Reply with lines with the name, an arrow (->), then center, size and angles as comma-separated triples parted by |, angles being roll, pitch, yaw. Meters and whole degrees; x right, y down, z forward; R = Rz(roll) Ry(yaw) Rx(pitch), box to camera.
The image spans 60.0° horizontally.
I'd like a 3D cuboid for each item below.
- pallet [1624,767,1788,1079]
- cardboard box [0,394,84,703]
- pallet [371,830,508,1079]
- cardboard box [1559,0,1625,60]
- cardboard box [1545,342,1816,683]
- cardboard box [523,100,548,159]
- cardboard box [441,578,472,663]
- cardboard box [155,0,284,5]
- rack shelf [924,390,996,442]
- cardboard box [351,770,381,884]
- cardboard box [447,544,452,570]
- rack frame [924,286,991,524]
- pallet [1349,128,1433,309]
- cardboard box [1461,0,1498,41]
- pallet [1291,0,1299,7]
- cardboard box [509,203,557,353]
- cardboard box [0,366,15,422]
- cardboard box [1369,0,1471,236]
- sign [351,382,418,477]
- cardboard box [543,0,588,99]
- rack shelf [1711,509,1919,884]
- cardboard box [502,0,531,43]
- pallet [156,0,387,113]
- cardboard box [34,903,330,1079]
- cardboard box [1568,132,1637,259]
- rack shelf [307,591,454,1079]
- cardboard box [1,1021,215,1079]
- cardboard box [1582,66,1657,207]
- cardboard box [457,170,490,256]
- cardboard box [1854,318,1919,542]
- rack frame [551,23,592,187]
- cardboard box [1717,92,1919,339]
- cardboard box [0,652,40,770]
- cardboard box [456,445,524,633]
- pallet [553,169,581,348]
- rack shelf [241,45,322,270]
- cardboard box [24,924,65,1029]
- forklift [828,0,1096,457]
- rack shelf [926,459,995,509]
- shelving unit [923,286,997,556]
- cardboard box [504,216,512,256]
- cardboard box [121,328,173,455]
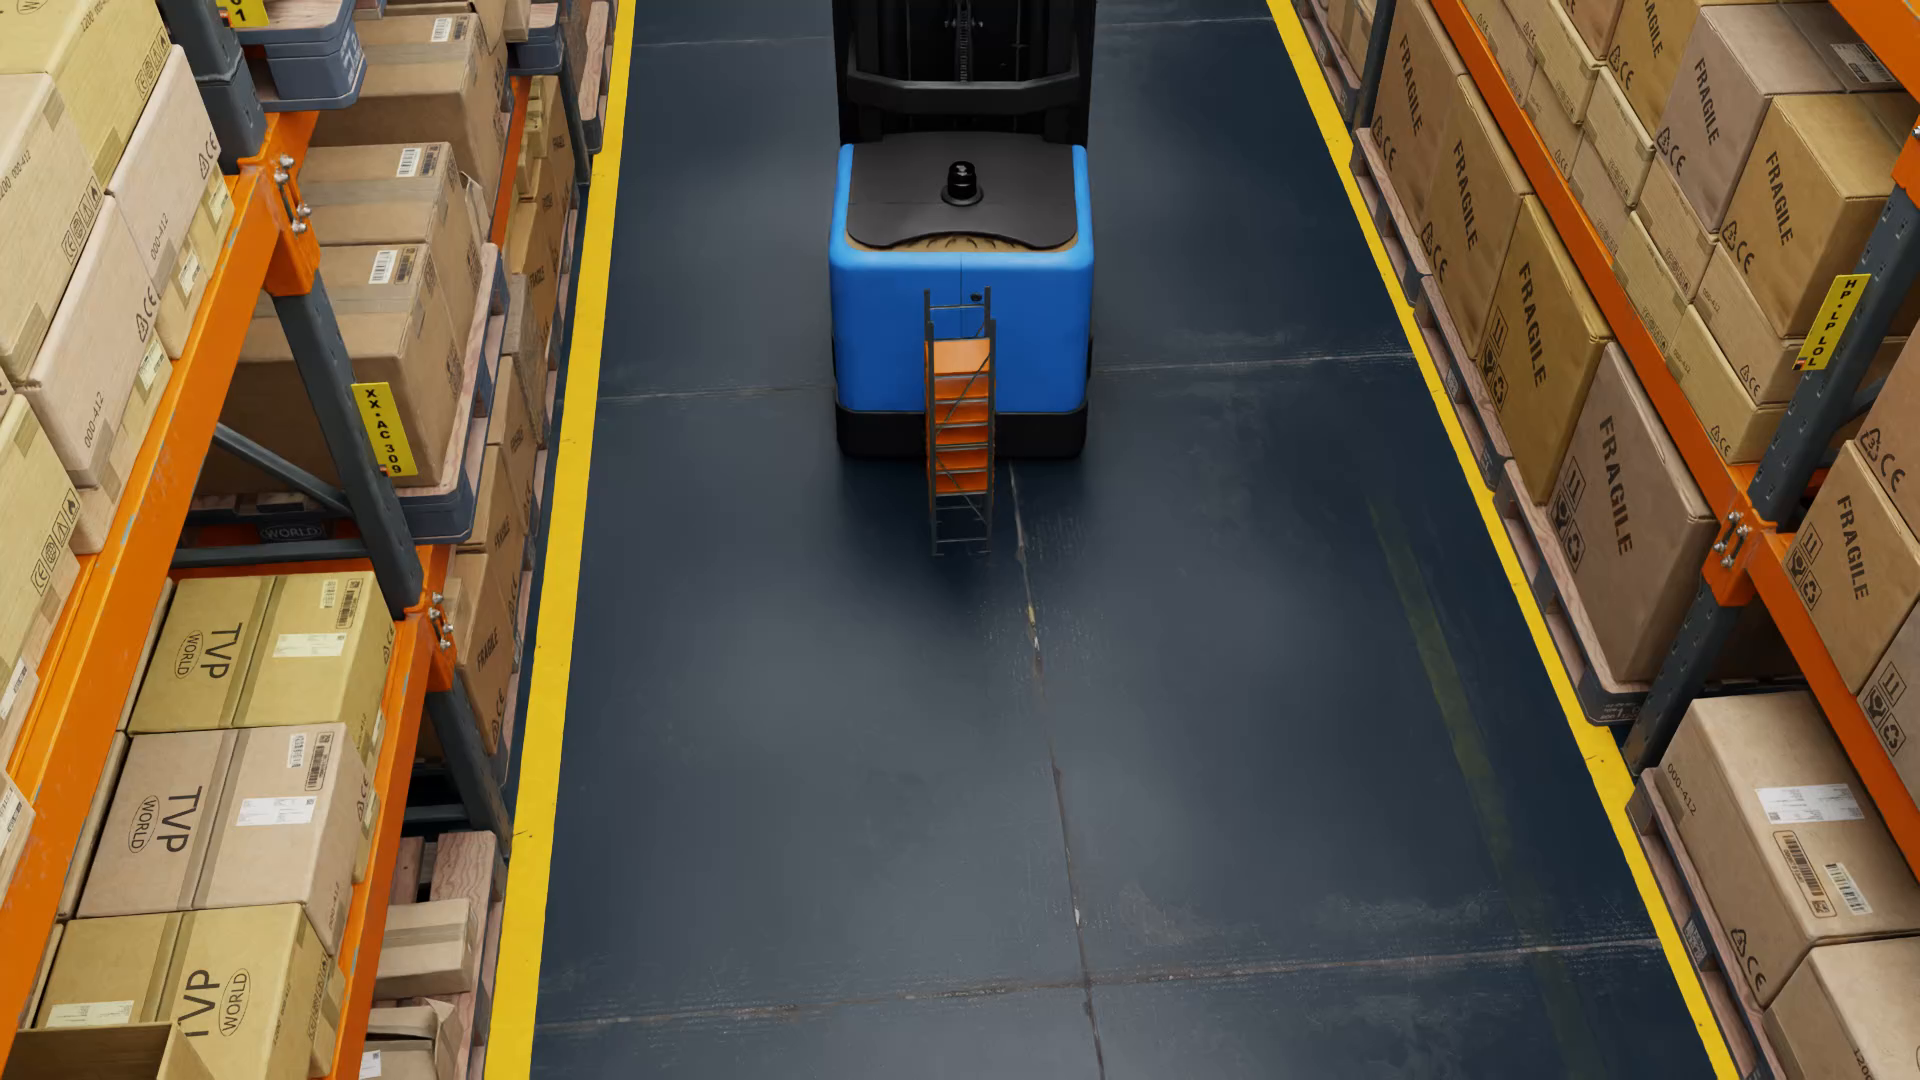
pallet -> 2.882, 1.260, 5.412 | 1.003, 0.211, 1.213 | -3, 47, -3
cardboard box -> -1.674, 0.049, 2.470 | 0.500, 0.250, 0.500 | -3, 47, -2
pallet -> -1.993, 1.506, 5.178 | 1.003, 0.211, 1.213 | -3, 47, -3
cardboard box -> 2.477, -2.056, 5.874 | 0.500, 0.500, 0.500 | -3, 47, -3
cardboard box -> 2.765, -0.112, 5.964 | 0.875, 0.875, 0.875 | -2, 47, -2
cardboard box -> -2.037, -1.814, 7.388 | 0.380, 0.149, 0.250 | -6, 47, -5
cardboard box -> -1.815, 0.267, 5.417 | 0.380, 0.149, 0.250 | -1, 47, -1
cardboard box -> -1.679, -1.314, 3.677 | 0.380, 0.149, 0.250 | -3, 47, -3
rack shelf -> -0.001, -0.475, 6.269 | 0.258, 0.103, 0.180 | -3, 47, -3
cardboard box -> -1.682, 0.726, 4.170 | 0.380, 0.149, 0.250 | -2, 47, -2
cardboard box -> -1.884, -0.021, 5.485 | 0.380, 0.149, 0.250 | -6, 47, -5
rack frame -> -0.009, -0.489, 6.387 | 0.240, 1.200, 0.006 | -3, 47, -3
pallet -> 2.552, -1.614, 8.134 | 1.003, 0.211, 1.213 | -3, 47, -3
cardboard box -> 2.412, -2.357, 7.020 | 0.500, 0.250, 0.500 | -5, 47, -4
pallet -> 2.398, -3.635, 10.048 | 1.003, 0.211, 1.213 | -3, 47, -3
cardboard box -> -2.057, -1.095, 7.153 | 0.500, 0.500, 0.500 | -2, 47, -2
cardboard box -> -1.682, -0.120, 2.285 | 0.500, 0.250, 0.500 | -3, 47, -3
cardboard box -> 2.536, -2.057, 7.807 | 0.875, 0.875, 0.875 | -4, 47, -4
sign -> -1.510, -0.286, 4.359 | 0.100, 0.325, 0.005 | -3, 47, -3
cardboard box -> -2.423, -2.624, 8.515 | 0.875, 0.625, 0.625 | -2, 47, -2
rack shelf -> 3.064, 1.440, 3.816 | 1.077, 0.370, 4.000 | -3, 47, -3
cardboard box -> -1.974, -2.193, 6.575 | 0.500, 0.250, 0.500 | -5, 47, -5
pallet -> -2.034, -1.393, 4.067 | 1.213, 0.211, 1.003 | -3, 47, -3
cardboard box -> -1.679, 1.076, 3.563 | 0.500, 0.250, 0.500 | -4, 47, -4
cardboard box -> 2.543, -1.247, 5.968 | 0.500, 0.250, 0.500 | -5, 47, -4
rack shelf -> -1.882, 1.745, 3.527 | 1.077, 0.370, 4.000 | -3, 47, -3
cardboard box -> -1.610, 1.206, 2.924 | 0.500, 0.500, 0.500 | -2, 47, -2
cardboard box -> 2.518, -1.414, 5.783 | 0.500, 0.250, 0.500 | -2, 47, -2
cardboard box -> -1.784, -1.077, 5.507 | 0.396, 0.266, 0.258 | -1, 47, -1
cardboard box -> 2.695, -0.273, 4.185 | 0.500, 0.500, 0.500 | -3, 47, -3
rack frame -> -2.385, -2.844, 7.377 | 1.000, 3.000, 0.127 | -3, 47, -3
cardboard box -> 2.609, -0.940, 4.817 | 0.500, 0.500, 0.500 | -2, 47, -2
cardboard box -> -1.658, 0.275, 2.531 | 0.380, 0.149, 0.250 | -3, 47, -3
cardboard box -> -1.920, 0.017, 6.100 | 0.500, 0.500, 0.500 | -4, 47, -4
pallet -> -2.360, -1.342, 7.876 | 1.003, 0.211, 1.213 | -3, 47, -3
rack shelf -> -2.217, -2.181, 5.179 | 1.077, 0.370, 4.000 | -3, 47, -3
cardboard box -> -2.187, 1.110, 3.531 | 0.500, 0.250, 0.500 | -3, 47, -2
forklift -> 0.019, -2.410, 7.014 | 1.130, 2.935, 3.031 | 0, 47, 0
rack shelf -> -0.001, -0.227, 6.531 | 0.258, 0.103, 0.180 | -3, 47, -3
shelving unit -> -0.001, -0.423, 6.324 | 0.258, 1.200, 0.189 | -3, 47, -3
cardboard box -> -2.061, -1.247, 6.851 | 0.380, 0.149, 0.250 | -4, 47, -4
cardboard box -> -1.694, -0.281, 3.057 | 0.380, 0.149, 0.250 | -2, 47, -2
